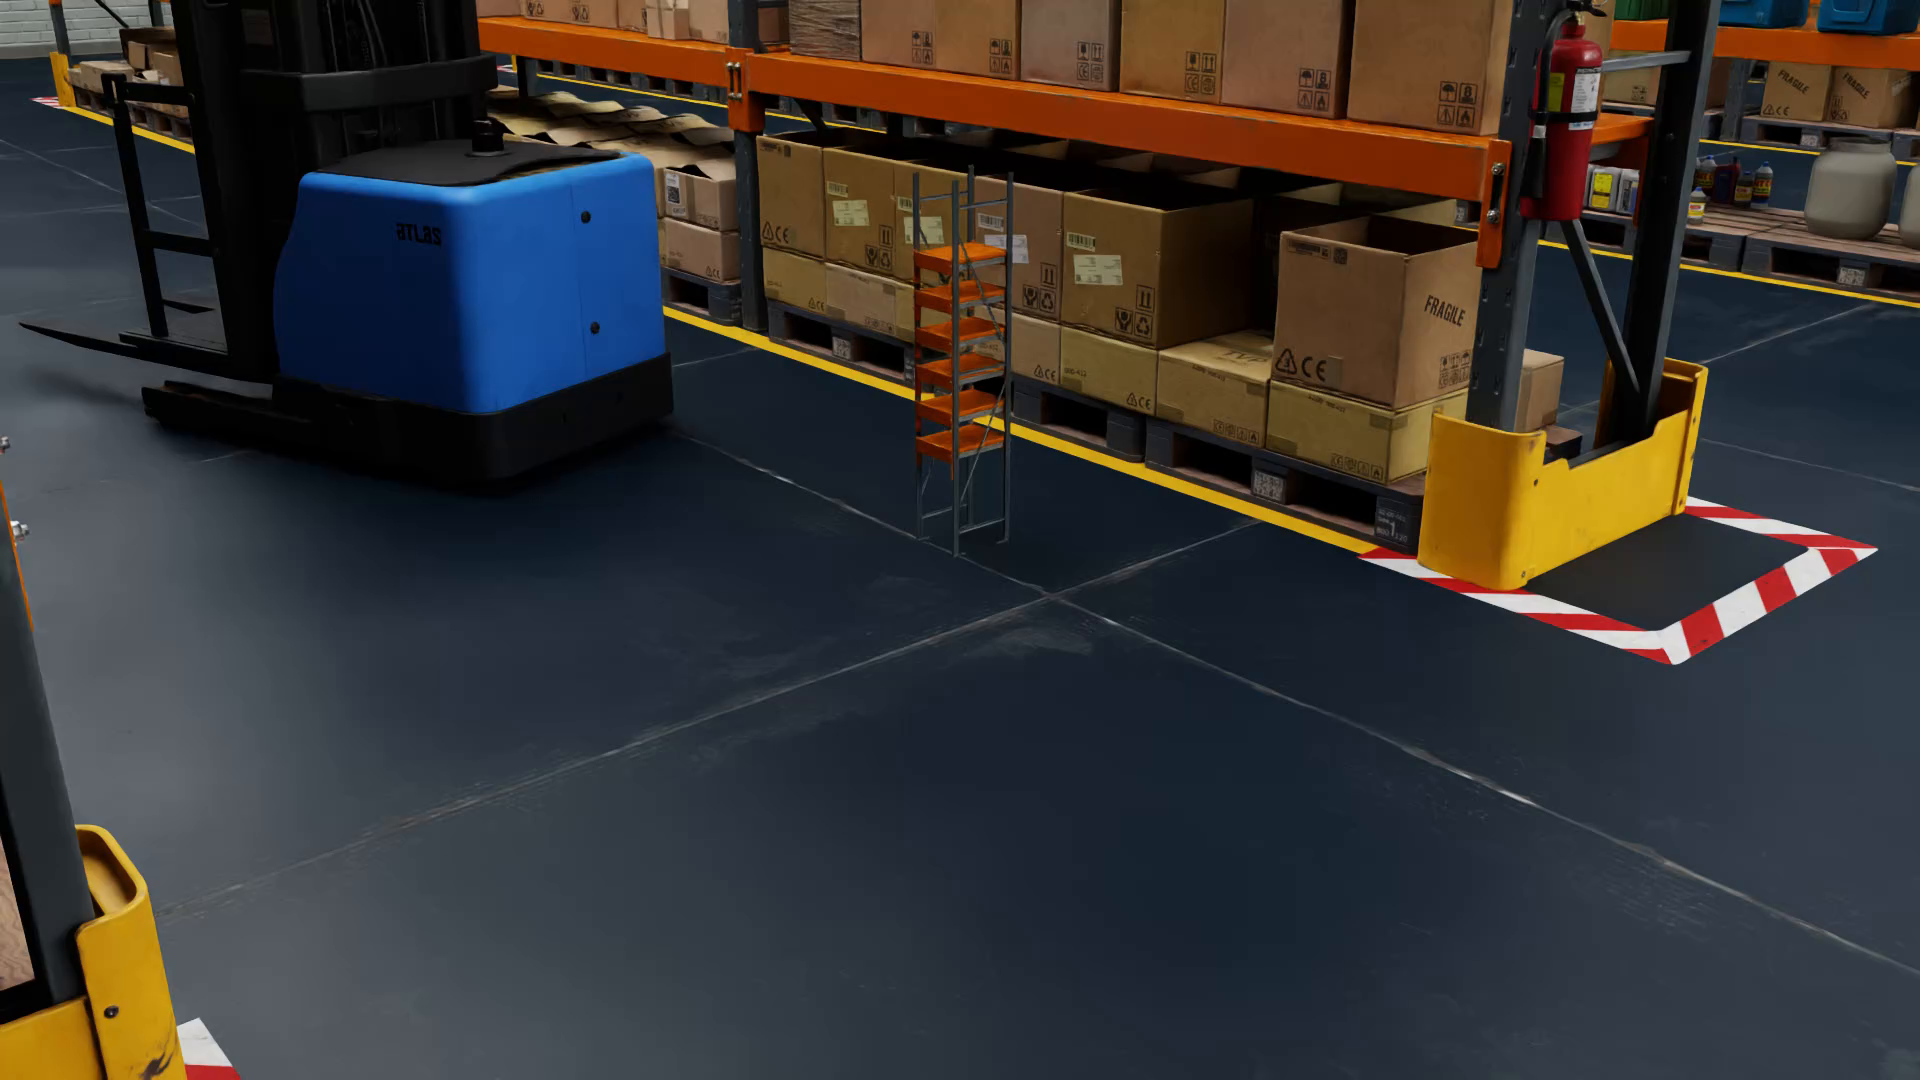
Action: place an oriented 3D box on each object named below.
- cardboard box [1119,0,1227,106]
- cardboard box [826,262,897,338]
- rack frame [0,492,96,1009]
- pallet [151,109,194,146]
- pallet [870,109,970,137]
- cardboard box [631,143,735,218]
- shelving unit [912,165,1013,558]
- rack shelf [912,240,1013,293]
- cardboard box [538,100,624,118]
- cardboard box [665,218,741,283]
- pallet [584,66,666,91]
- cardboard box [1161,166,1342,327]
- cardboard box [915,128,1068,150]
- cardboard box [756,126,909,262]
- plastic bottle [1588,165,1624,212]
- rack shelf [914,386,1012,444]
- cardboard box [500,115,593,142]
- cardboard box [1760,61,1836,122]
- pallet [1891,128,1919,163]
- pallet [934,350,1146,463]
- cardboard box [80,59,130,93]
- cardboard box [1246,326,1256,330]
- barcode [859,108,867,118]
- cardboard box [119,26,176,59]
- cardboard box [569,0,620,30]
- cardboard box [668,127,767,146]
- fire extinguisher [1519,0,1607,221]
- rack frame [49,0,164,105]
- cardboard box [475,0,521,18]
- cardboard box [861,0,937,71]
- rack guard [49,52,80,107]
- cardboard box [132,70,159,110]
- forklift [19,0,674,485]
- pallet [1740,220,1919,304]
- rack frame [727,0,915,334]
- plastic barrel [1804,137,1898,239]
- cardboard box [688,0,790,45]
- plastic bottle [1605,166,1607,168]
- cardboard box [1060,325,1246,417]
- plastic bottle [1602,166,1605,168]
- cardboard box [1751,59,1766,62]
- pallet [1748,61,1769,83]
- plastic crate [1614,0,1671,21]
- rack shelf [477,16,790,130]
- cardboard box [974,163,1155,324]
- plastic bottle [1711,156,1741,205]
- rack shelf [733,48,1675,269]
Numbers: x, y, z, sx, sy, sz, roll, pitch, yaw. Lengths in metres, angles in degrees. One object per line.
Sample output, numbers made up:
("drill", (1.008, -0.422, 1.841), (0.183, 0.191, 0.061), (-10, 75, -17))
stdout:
("cardboard box", (1.008, -1.885, 6.046), (0.700, 0.500, 0.500), (-17, 27, -37))
("cardboard box", (-0.246, -1.105, 7.386), (0.500, 0.250, 0.500), (-17, 27, -37))
("rack frame", (-1.779, -0.244, 1.995), (0.949, 2.616, 0.053), (-17, 27, -37))
("pallet", (-6.311, -3.631, 14.465), (1.003, 0.211, 1.213), (-17, 27, -37))
("pallet", (-0.044, -3.722, 14.697), (1.003, 0.211, 1.213), (-17, 27, -37))
("cardboard box", (-1.468, -1.891, 8.625), (0.500, 0.311, 0.500), (-17, 27, -36))
("shelving unit", (0.009, -0.555, 5.255), (0.258, 1.200, 0.189), (-17, 27, -37))
("rack shelf", (0.009, -0.849, 5.140), (0.258, 0.103, 0.180), (-17, 27, -37))
("cardboard box", (-2.380, -2.582, 10.390), (0.500, 0.311, 0.500), (-18, 28, -38))
("cardboard box", (-1.132, -1.490, 8.369), (0.500, 0.250, 0.500), (-18, 28, -38))
("pallet", (-3.419, -5.150, 18.344), (1.003, 0.211, 1.213), (-17, 27, -37))
("cardboard box", (1.124, -1.162, 6.504), (0.500, 0.500, 0.500), (-17, 27, -37))
("cardboard box", (0.144, -1.576, 7.562), (0.500, 0.500, 0.500), (-17, 27, -37))
("cardboard box", (-0.576, -1.591, 7.599), (0.500, 0.500, 0.500), (-17, 27, -37))
("plastic bottle", (3.848, -2.136, 9.853), (0.144, 0.351, 0.185), (-16, 27, -35))
("rack shelf", (0.009, -0.402, 5.315), (0.258, 0.103, 0.180), (-17, 27, -37))
("cardboard box", (-2.453, -2.311, 9.698), (0.500, 0.311, 0.500), (-18, 28, -39))
("cardboard box", (7.096, -3.798, 13.919), (0.500, 0.500, 0.500), (-18, 28, -39))
("pallet", (8.131, -3.073, 13.042), (1.003, 0.211, 1.213), (-17, 27, -37))
("pallet", (0.646, -0.664, 6.889), (1.003, 0.211, 1.213), (-17, 27, -37))
("cardboard box", (-8.008, -4.413, 15.805), (0.500, 0.250, 0.500), (-17, 27, -37))
("cardboard box", (1.132, -0.816, 6.648), (0.500, 0.250, 0.500), (-17, 27, -37))
("barcode", (-0.493, -2.187, 8.462), (0.001, 0.075, 0.075), (-17, 27, -37))
("cardboard box", (-7.933, -4.794, 16.434), (0.500, 0.500, 0.500), (-17, 27, -37))
("cardboard box", (-1.802, -3.076, 9.086), (0.500, 0.500, 0.500), (-17, 27, -37))
("cardboard box", (-1.384, -2.161, 9.314), (0.500, 0.311, 0.500), (-19, 28, -39))
("fire extinguisher", (1.694, -1.245, 4.655), (0.296, 0.674, 0.183), (-17, 27, -37))
("rack frame", (-8.475, -5.844, 16.293), (1.000, 3.000, 0.127), (-17, 27, -37))
("cardboard box", (-2.816, -3.299, 9.917), (0.500, 0.311, 0.500), (-18, 28, -38))
("cardboard box", (0.002, -2.310, 7.132), (0.700, 0.500, 0.500), (-18, 28, -38))
("rack guard", (-8.425, -4.659, 16.695), (1.175, 0.500, 0.348), (-17, 27, -37))
("cardboard box", (-6.940, -3.989, 14.640), (0.500, 0.311, 0.500), (-17, 27, -37))
("forklift", (-2.667, -1.938, 6.412), (3.031, 2.935, 1.130), (12, 24, 28))
("pallet", (5.113, -1.539, 9.124), (1.003, 0.211, 1.213), (-17, 27, -37))
("rack frame", (-0.642, -2.529, 7.828), (1.000, 3.000, 0.127), (-17, 27, -37))
("plastic barrel", (4.909, -1.941, 9.163), (0.421, 0.512, 0.421), (0, 21, 0))
("cardboard box", (-0.996, -2.585, 8.176), (0.500, 0.250, 0.500), (-15, 26, -34))
("plastic bottle", (4.111, -2.324, 10.427), (0.061, 0.283, 0.133), (-17, 27, -37))
("cardboard box", (0.732, -0.690, 6.327), (0.500, 0.250, 0.500), (-17, 27, -37))
("plastic bottle", (3.822, -2.195, 10.106), (0.152, 0.276, 0.135), (-17, 27, -37))
("cardboard box", (8.980, -5.862, 18.846), (1.050, 0.750, 0.750), (-17, 27, -37))
("pallet", (9.328, -5.273, 18.658), (1.003, 0.211, 1.213), (-17, 27, -37))
("plastic crate", (3.785, -3.166, 9.745), (0.450, 0.188, 0.662), (-17, 27, -37))
("rack shelf", (-1.947, -2.747, 9.370), (1.077, 0.370, 4.000), (-17, 27, -37))
("cardboard box", (0.404, -1.177, 6.542), (0.500, 0.500, 0.500), (-17, 27, -37))
("plastic bottle", (4.643, -2.184, 10.069), (0.061, 0.283, 0.133), (-17, 27, -37))
("rack shelf", (0.664, -1.641, 6.548), (1.077, 0.370, 4.000), (-17, 27, -37))
